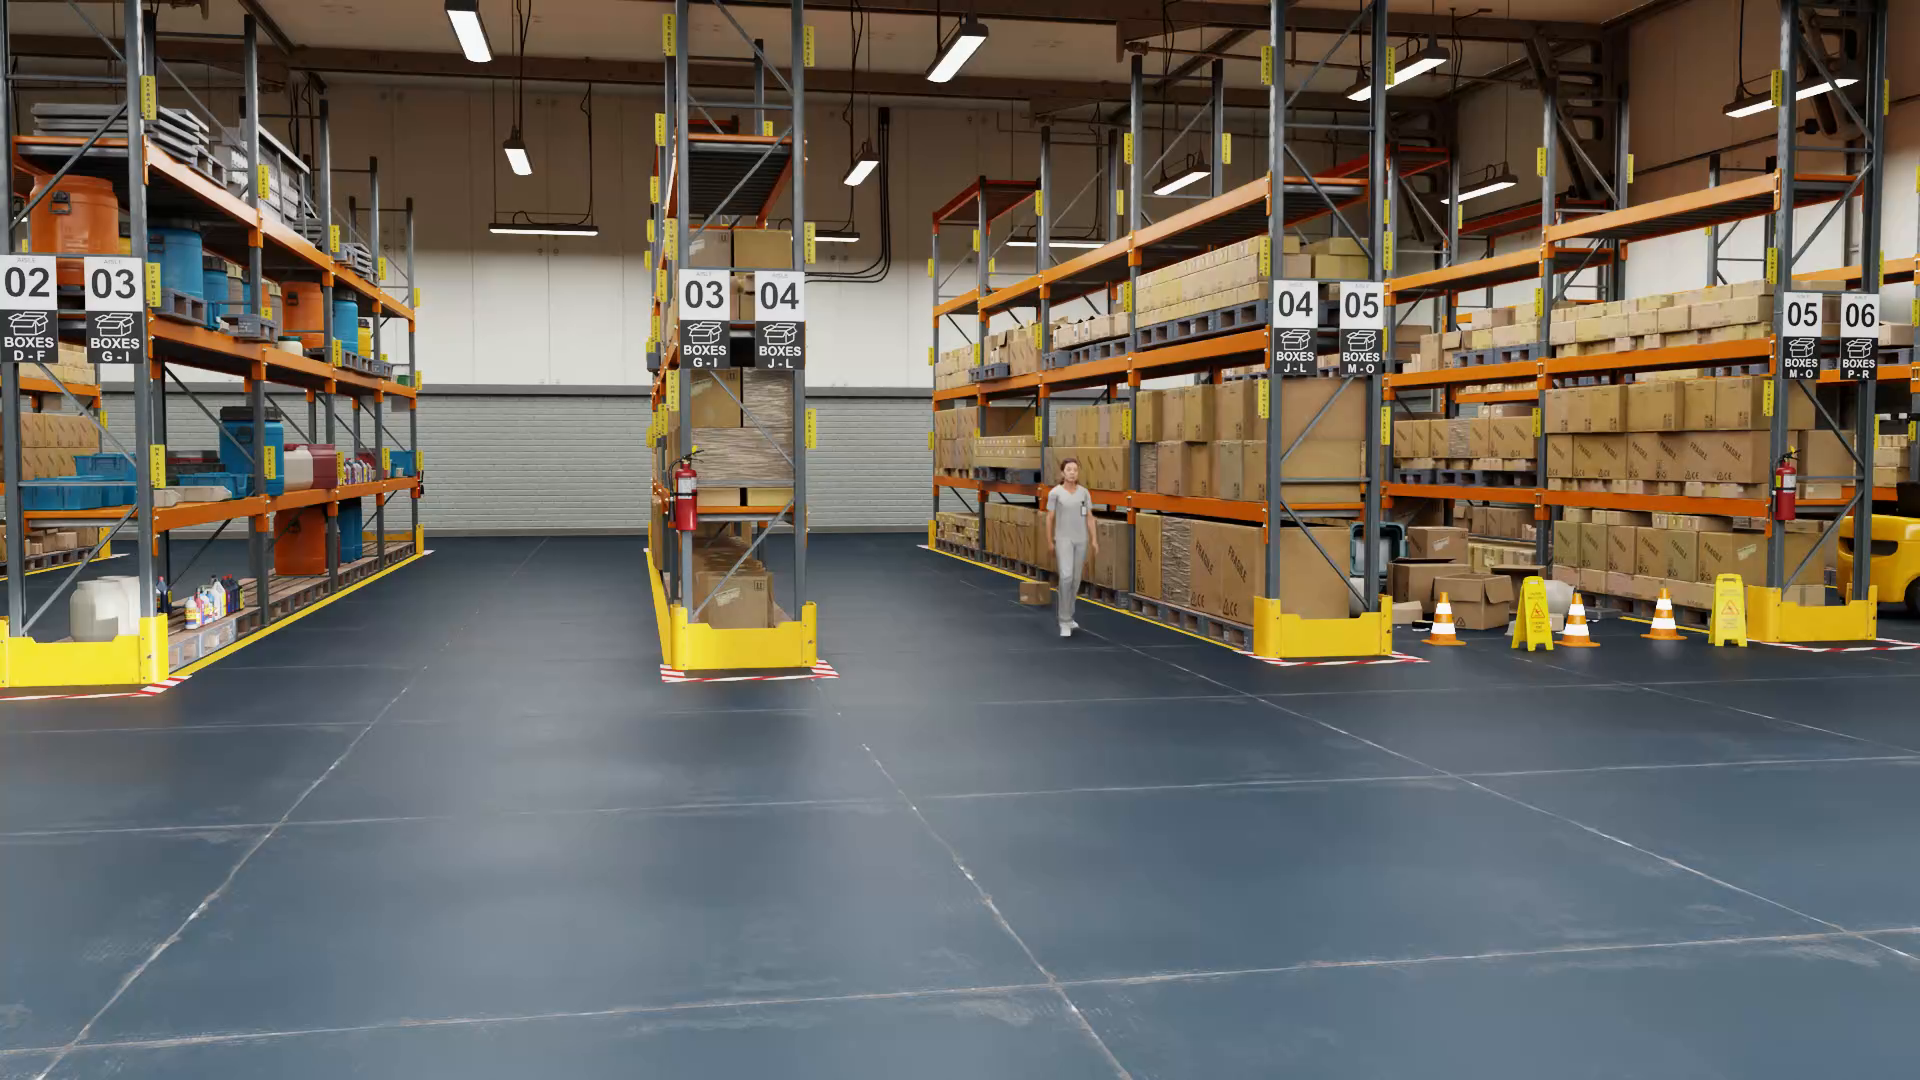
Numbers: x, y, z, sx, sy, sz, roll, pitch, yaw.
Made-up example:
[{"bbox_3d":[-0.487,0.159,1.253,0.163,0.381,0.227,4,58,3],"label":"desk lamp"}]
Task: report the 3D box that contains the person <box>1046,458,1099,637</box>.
[{"bbox_3d":[1.078,0.073,15.987,0.457,1.726,0.578,-1,3,-18],"label":"person"}]
